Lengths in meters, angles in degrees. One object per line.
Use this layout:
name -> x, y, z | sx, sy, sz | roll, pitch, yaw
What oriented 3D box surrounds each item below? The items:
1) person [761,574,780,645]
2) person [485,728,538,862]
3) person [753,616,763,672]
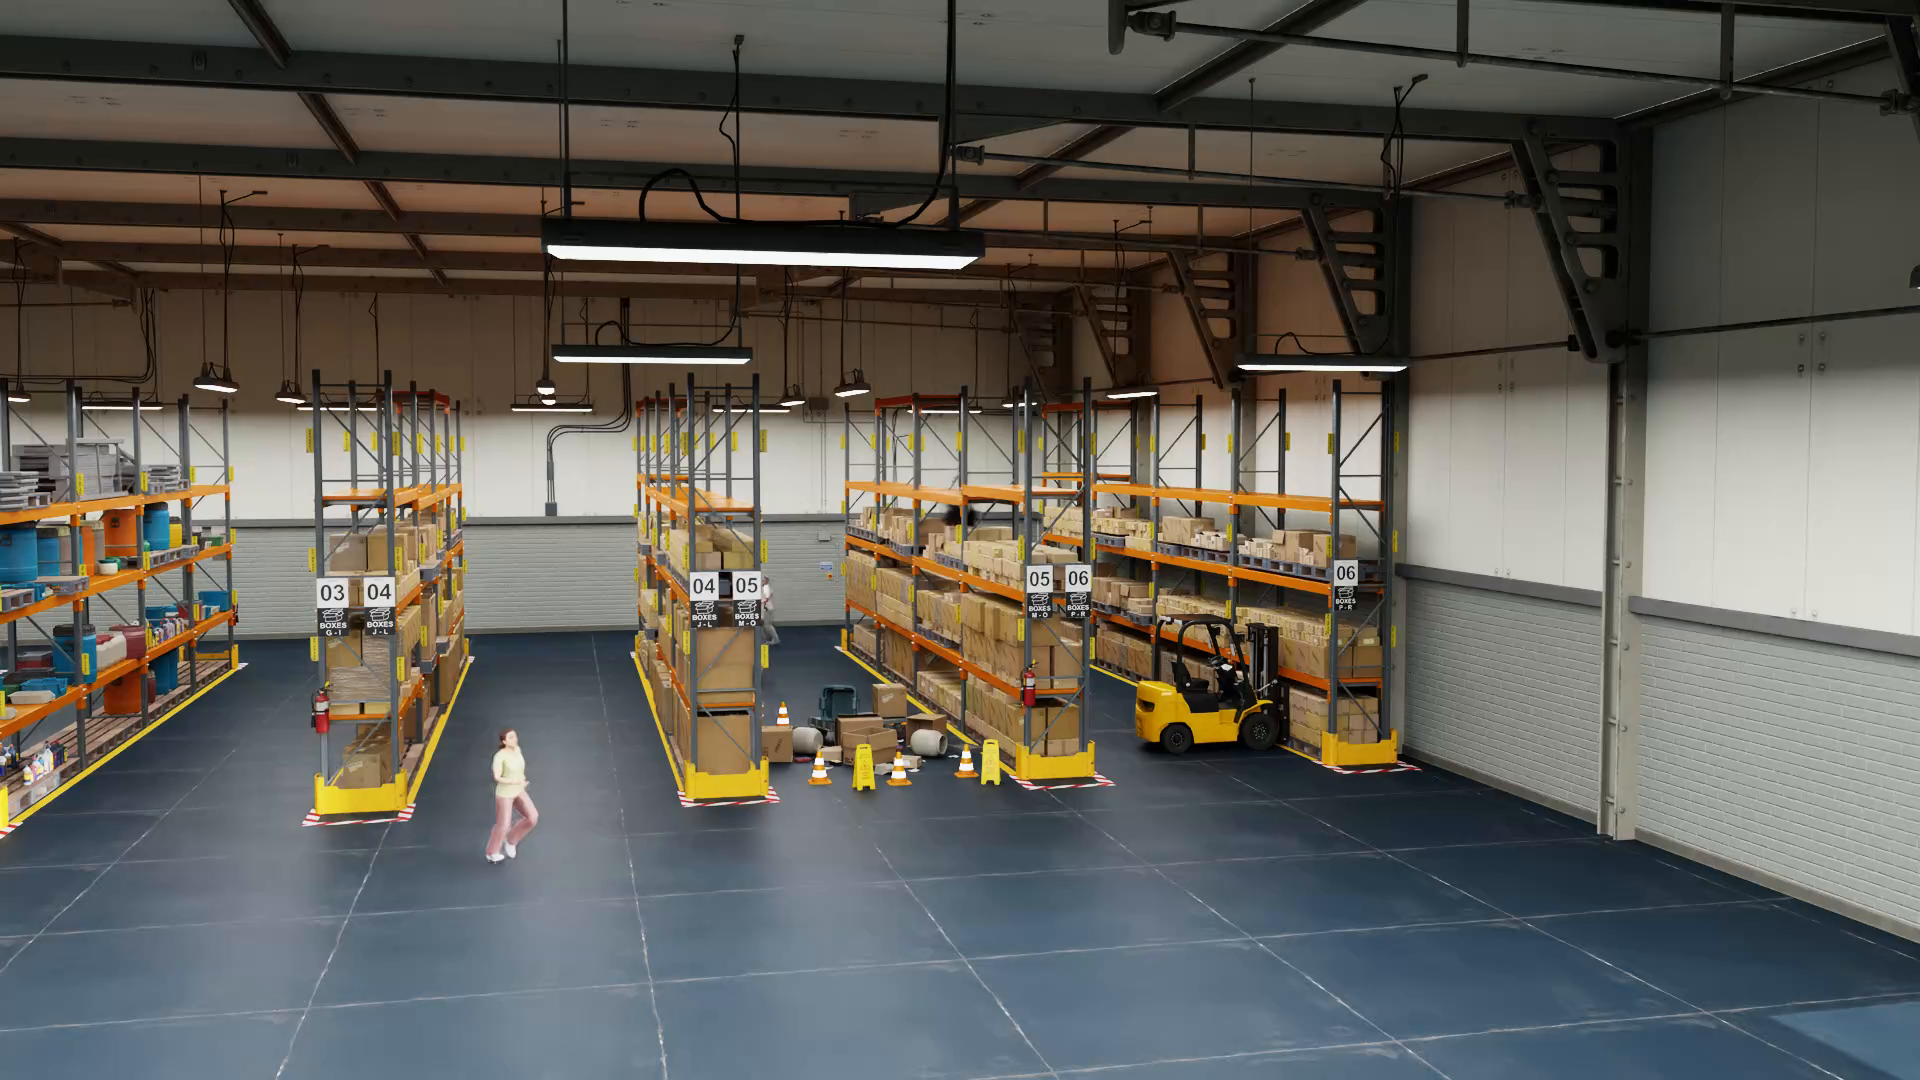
person -> -4.851, 1.760, 41.158 | 0.757, 1.833, 0.636 | -1, 3, -17
person -> -5.336, 3.027, 19.787 | 0.745, 1.616, 0.592 | 2, 4, 33
person -> -4.623, 2.073, 36.426 | 0.550, 1.709, 0.704 | -1, 4, -20
